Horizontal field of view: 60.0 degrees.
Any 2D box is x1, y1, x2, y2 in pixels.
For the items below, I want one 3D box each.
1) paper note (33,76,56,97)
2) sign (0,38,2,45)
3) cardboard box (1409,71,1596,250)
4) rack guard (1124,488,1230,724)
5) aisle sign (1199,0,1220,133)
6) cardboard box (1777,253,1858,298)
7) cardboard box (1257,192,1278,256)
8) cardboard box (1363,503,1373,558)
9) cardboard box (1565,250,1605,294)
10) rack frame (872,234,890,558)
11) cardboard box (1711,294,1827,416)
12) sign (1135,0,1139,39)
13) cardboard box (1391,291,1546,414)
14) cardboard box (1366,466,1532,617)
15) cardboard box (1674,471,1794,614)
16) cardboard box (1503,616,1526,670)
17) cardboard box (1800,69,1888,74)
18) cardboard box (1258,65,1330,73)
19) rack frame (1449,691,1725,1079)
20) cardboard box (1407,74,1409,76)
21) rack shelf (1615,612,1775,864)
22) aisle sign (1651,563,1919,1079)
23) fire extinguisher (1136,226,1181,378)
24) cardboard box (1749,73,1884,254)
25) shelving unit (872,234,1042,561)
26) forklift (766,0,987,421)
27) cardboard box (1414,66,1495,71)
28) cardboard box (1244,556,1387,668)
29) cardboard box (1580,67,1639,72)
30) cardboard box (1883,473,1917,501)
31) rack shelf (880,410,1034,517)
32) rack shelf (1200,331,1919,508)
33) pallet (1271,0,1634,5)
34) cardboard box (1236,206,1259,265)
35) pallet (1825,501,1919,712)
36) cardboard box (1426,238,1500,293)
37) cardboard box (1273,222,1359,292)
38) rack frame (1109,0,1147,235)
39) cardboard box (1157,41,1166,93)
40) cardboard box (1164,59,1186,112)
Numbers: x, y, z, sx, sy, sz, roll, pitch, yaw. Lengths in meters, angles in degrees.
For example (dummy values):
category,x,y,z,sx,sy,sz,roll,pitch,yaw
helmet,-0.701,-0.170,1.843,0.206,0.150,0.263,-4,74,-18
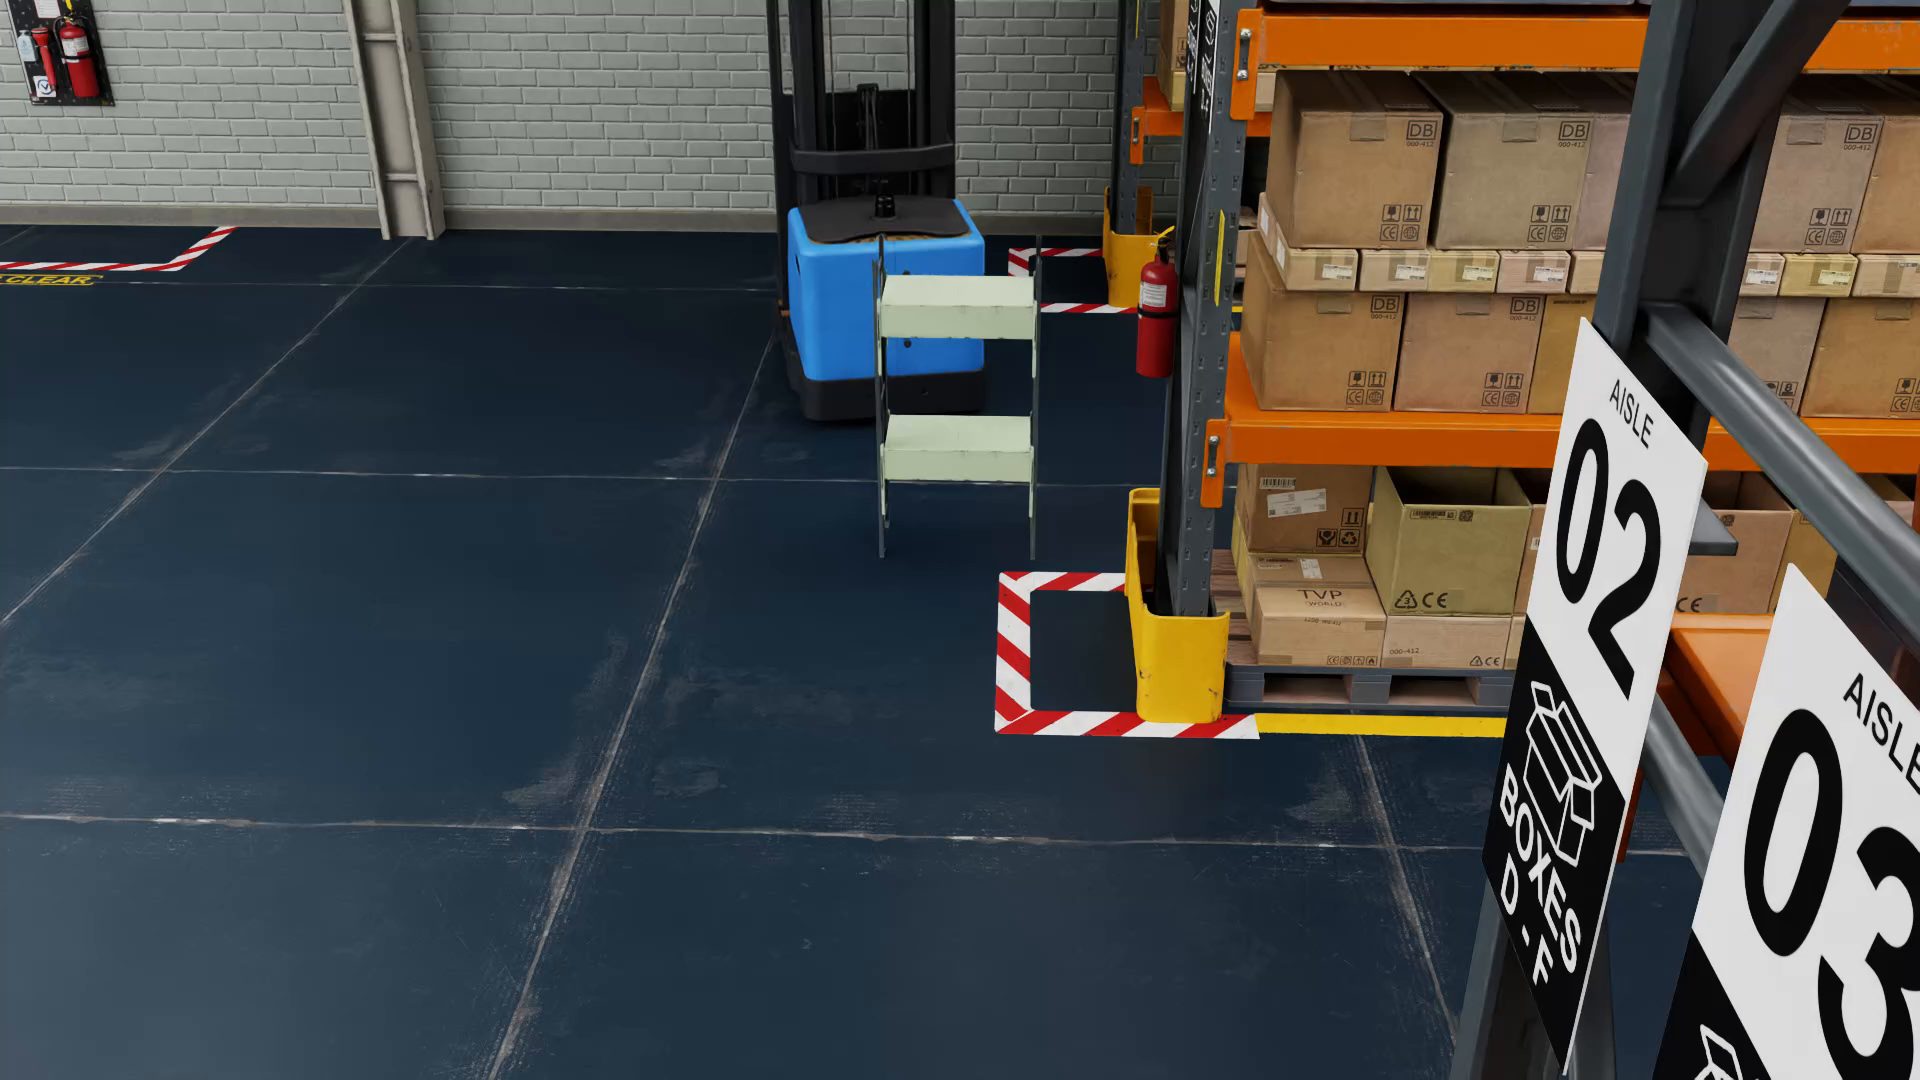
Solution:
category,x,y,z,sx,sy,sz,roll,pitch,yaw
paper note,-6.787,-3.362,12.331,0.142,0.148,0.016,1,28,2
sign,-7.162,-3.789,12.158,0.234,0.329,0.001,1,28,2
cardboard box,1.995,-1.443,6.277,0.500,0.500,0.700,0,28,0
rack guard,0.927,0.258,7.230,0.348,0.500,1.175,1,28,2
aisle sign,0.874,-1.853,5.767,0.004,0.787,0.394,1,28,2
cardboard box,3.134,-1.040,6.210,0.250,0.149,0.380,2,28,3
cardboard box,1.339,-1.260,6.625,0.250,0.149,0.380,0,28,1
cardboard box,1.997,0.056,7.429,0.500,0.250,0.500,1,28,2
cardboard box,2.367,-1.053,6.235,0.250,0.149,0.380,0,28,0
rack frame,-0.372,-0.669,7.910,0.023,1.500,0.400,1,28,2
cardboard box,2.964,-0.852,6.549,0.500,0.500,0.700,2,28,3
sign,1.103,-3.294,10.336,0.005,0.325,0.100,1,28,2
cardboard box,1.942,-0.870,6.582,0.500,0.500,0.700,2,28,3
cardboard box,1.978,-0.028,6.787,0.500,0.500,0.500,1,28,2
cardboard box,2.978,-0.009,6.752,0.500,0.500,0.500,1,28,2
cardboard box,2.478,0.311,6.948,0.500,0.250,0.500,1,28,2
cardboard box,5.627,-3.313,10.721,0.500,0.500,0.700,1,28,2
cardboard box,2.082,-3.278,10.568,0.500,0.500,0.500,1,28,2
rack frame,0.772,1.472,2.270,0.127,3.000,1.000,1,28,2
cardboard box,2.626,-2.938,10.728,0.500,0.250,0.500,1,28,1
rack shelf,2.771,0.498,1.674,4.000,0.370,1.077,1,28,2
aisle sign,0.690,0.460,1.405,0.004,0.787,0.394,1,28,2
fire extinguisher,0.849,-1.032,7.076,0.183,0.674,0.296,1,28,2
cardboard box,3.000,-1.427,6.247,0.500,0.500,0.700,1,28,2
shelving unit,-0.007,-0.663,7.899,0.755,1.500,0.431,1,28,2
forklift,-0.614,-2.633,10.088,1.130,2.935,3.031,-5,28,-9
cardboard box,3.114,-3.263,10.541,0.500,0.500,0.500,2,28,3
cardboard box,1.479,0.296,6.976,0.500,0.250,0.500,1,28,2
cardboard box,4.137,-3.241,10.500,0.500,0.500,0.500,1,28,2
cardboard box,3.978,-0.001,6.736,0.500,0.500,0.500,1,28,2
rack shelf,-0.007,-0.375,8.052,0.720,0.370,0.431,1,28,2
rack shelf,2.949,-0.495,6.750,4.000,0.370,1.077,1,28,2
pallet,1.656,-2.109,5.917,1.213,0.211,1.003,1,28,2
cardboard box,1.810,-2.118,11.444,0.500,0.311,0.500,-2,28,-4
pallet,1.595,0.290,1.500,1.213,0.211,1.003,1,28,2
cardboard box,1.848,-1.062,6.251,0.250,0.149,0.380,1,28,2
cardboard box,1.335,-1.070,6.266,0.250,0.149,0.380,1,28,1
rack frame,1.122,-3.165,11.018,0.127,3.000,1.000,1,28,2
cardboard box,1.596,-3.191,11.205,0.500,0.250,0.500,1,28,3
cardboard box,1.598,-2.951,10.753,0.500,0.250,0.500,0,28,0
